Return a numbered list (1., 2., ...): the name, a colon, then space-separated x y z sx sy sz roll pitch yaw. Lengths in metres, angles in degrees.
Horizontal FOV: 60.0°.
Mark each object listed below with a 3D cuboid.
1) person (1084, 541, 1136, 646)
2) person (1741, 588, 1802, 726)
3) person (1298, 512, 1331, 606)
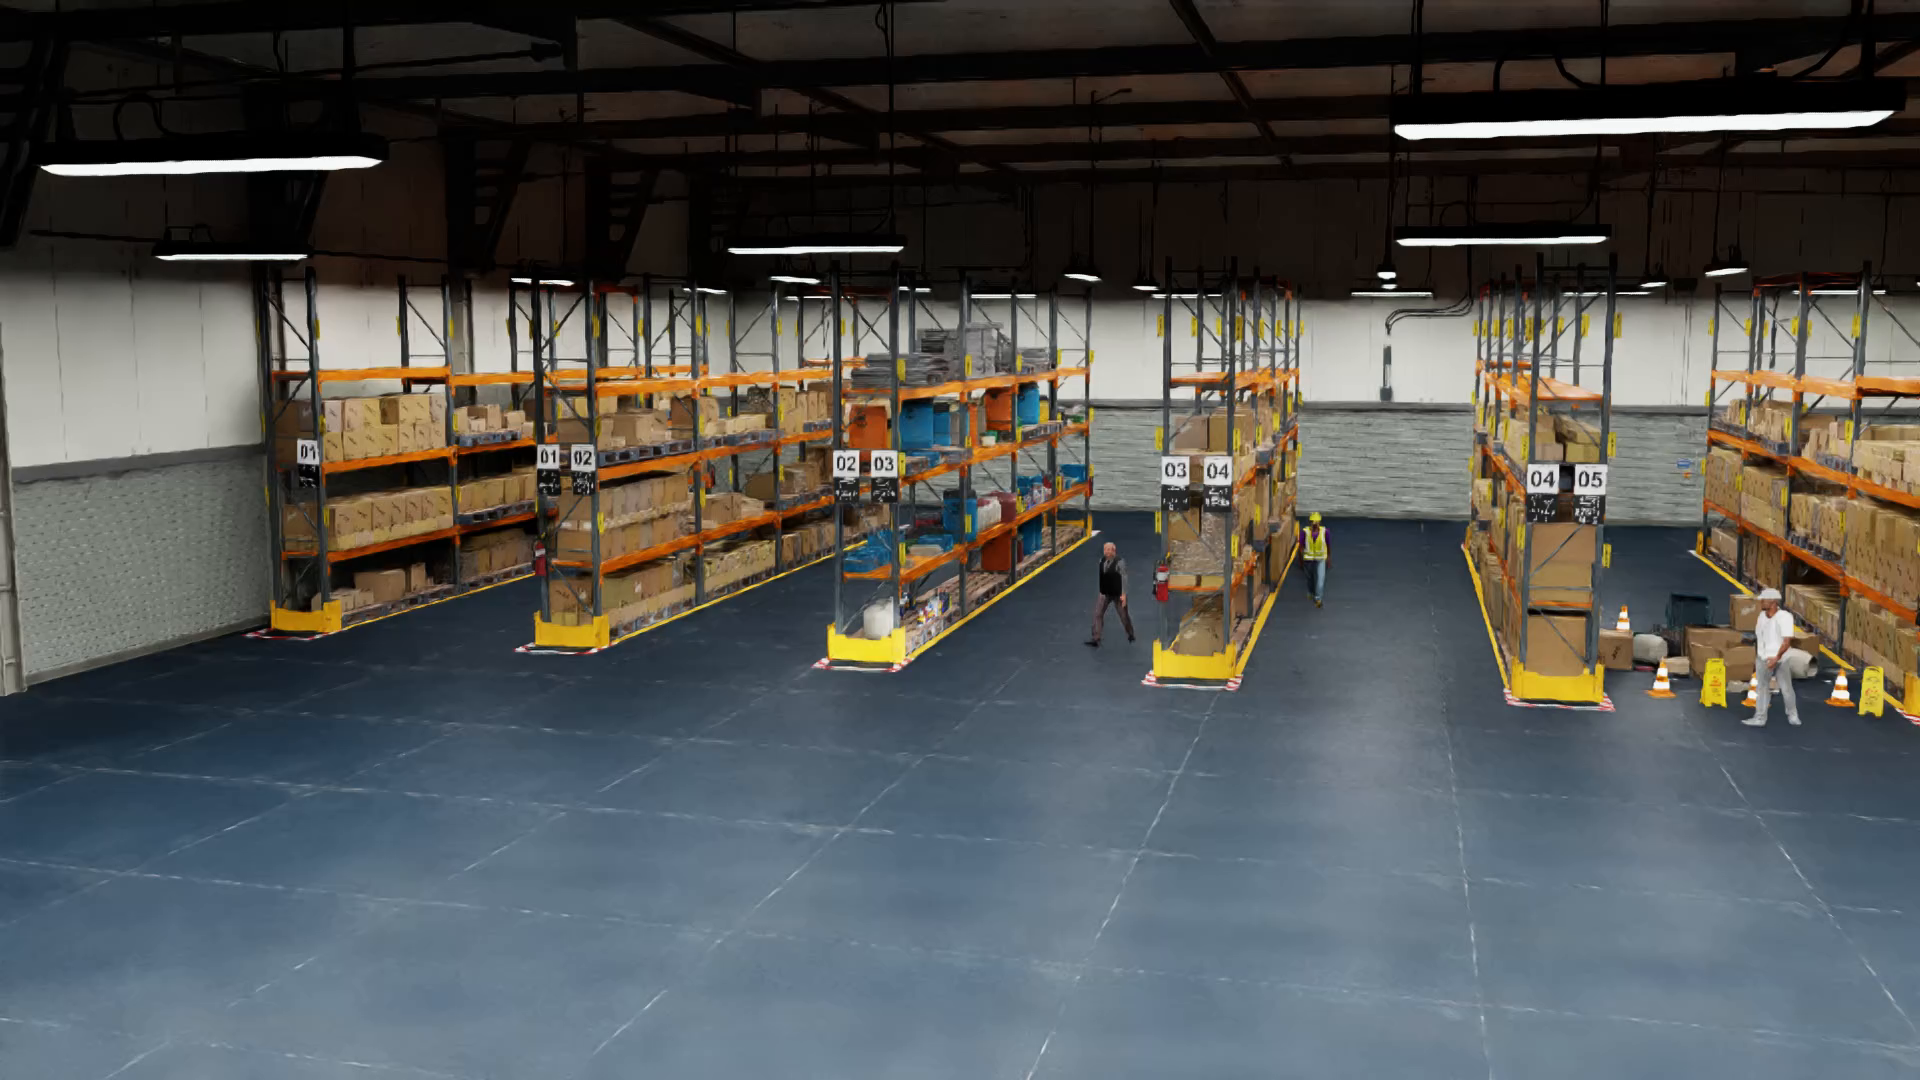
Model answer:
1. person: 2.417 0.849 26.356 0.578 1.672 0.963 6 9 37
2. person: 10.290 1.481 21.005 0.709 1.762 0.585 -3 8 -20
3. person: 6.437 0.307 30.240 0.577 1.659 1.121 2 8 17
